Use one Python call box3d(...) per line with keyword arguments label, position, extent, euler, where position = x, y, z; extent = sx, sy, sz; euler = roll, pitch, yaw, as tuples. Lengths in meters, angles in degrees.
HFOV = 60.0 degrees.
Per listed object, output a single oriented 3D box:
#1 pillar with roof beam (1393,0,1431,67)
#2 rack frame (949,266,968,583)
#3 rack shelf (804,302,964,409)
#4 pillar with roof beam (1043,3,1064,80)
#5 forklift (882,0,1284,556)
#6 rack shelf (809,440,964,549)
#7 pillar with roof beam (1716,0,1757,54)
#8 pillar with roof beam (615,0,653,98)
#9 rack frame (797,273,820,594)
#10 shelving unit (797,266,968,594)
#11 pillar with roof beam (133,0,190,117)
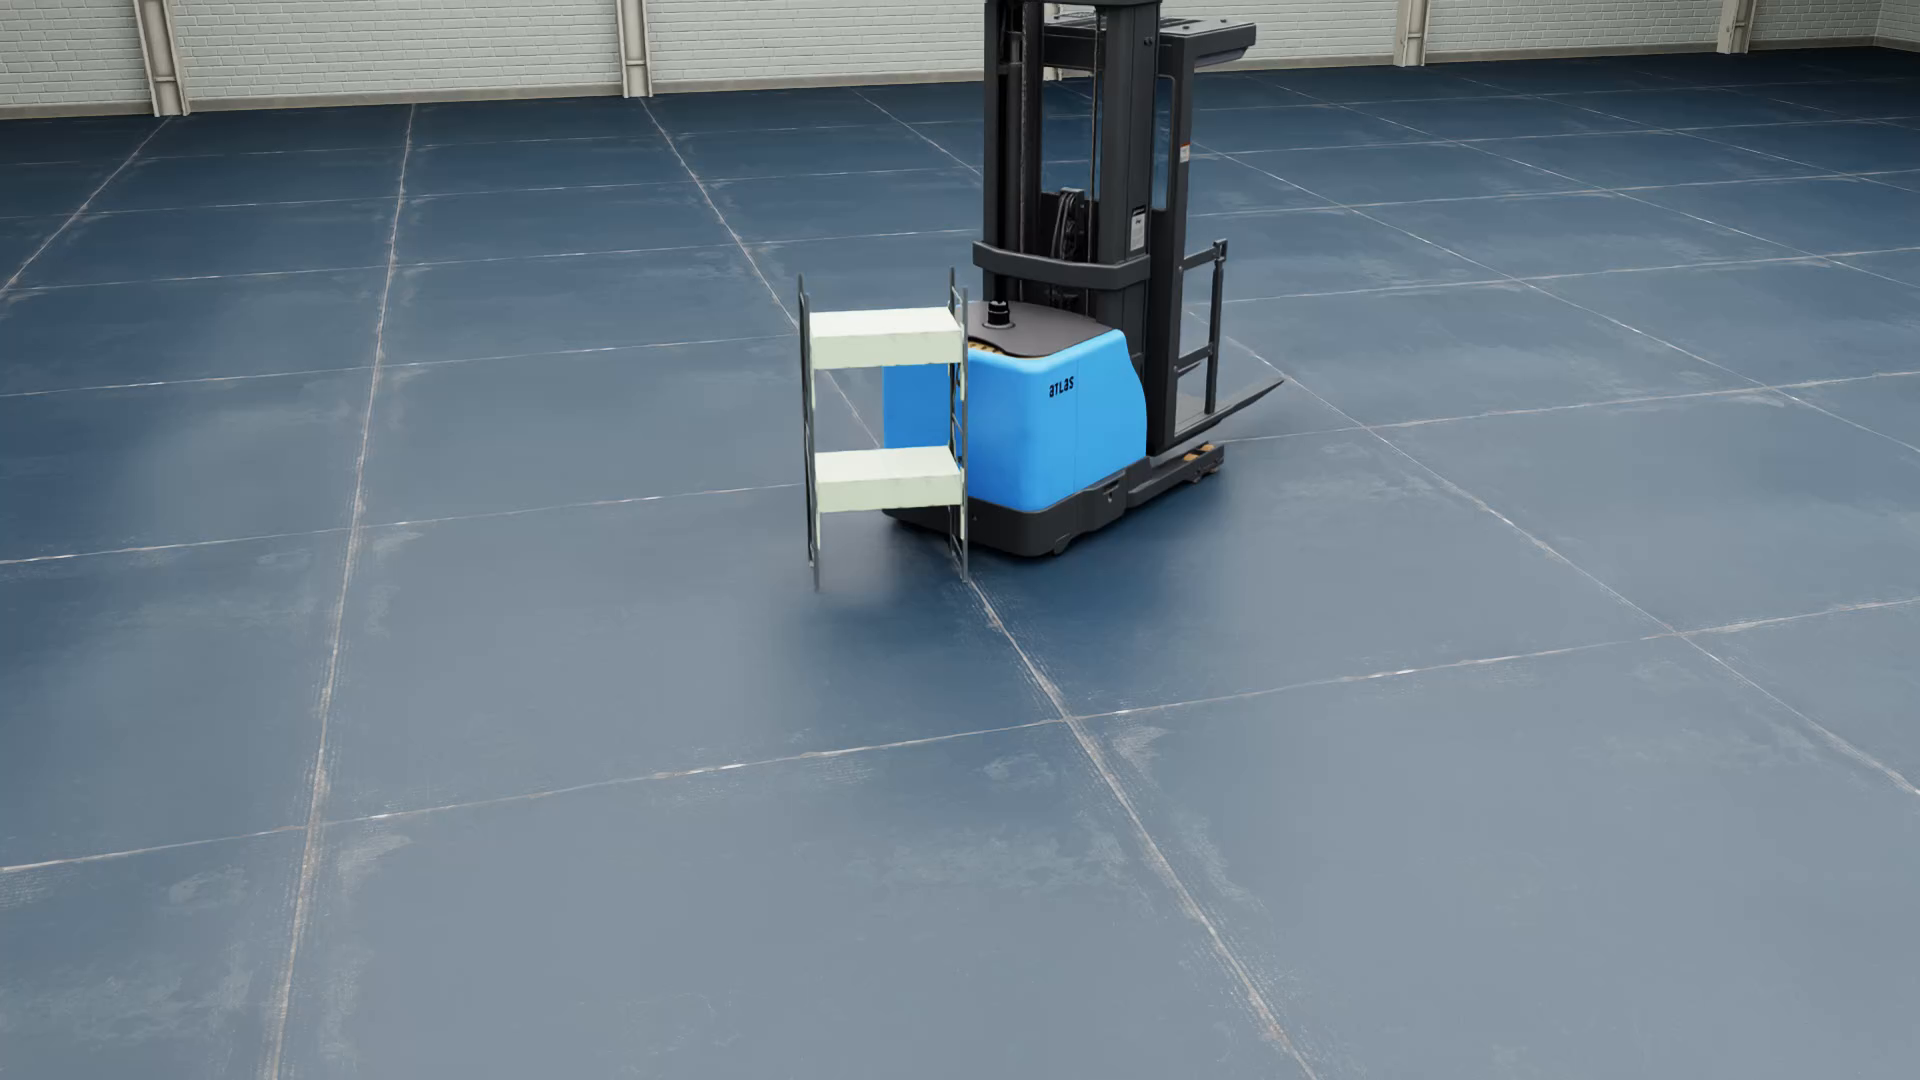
box3d(label="pillar with roof beam", position=(8.218, -9.978, 20.591), extent=(0.400, 9.000, 9.100), euler=(-6, 24, -14))
box3d(label="rack frame", position=(-0.008, -0.552, 8.134), extent=(0.023, 1.500, 0.400), euler=(-4, 24, -9))
box3d(label="rack shelf", position=(-0.369, -0.887, 7.925), extent=(0.720, 0.370, 0.431), euler=(-4, 24, -9))
box3d(label="pillar with roof beam", position=(2.441, -9.338, 19.102), extent=(0.400, 9.000, 9.100), euler=(-6, 24, -14))
box3d(label="forklift", position=(0.879, -1.779, 9.180), extent=(1.130, 2.935, 3.031), euler=(17, 28, 34))
box3d(label="rack shelf", position=(-0.369, -0.228, 8.207), extent=(0.720, 0.370, 0.431), euler=(-4, 24, -9))
box3d(label="pillar with roof beam", position=(13.995, -10.617, 22.080), extent=(0.400, 9.000, 9.100), euler=(-6, 24, -14))
box3d(label="pillar with roof beam", position=(-3.336, -8.699, 17.612), extent=(0.400, 9.000, 9.100), euler=(-6, 24, -14))
box3d(label="rack frame", position=(-0.730, -0.504, 8.022), extent=(0.023, 1.500, 0.400), euler=(-4, 24, -9))
box3d(label="shelving unit", position=(-0.369, -0.528, 8.078), extent=(0.755, 1.500, 0.431), euler=(-4, 24, -9))
box3d(label="pillar with roof beam", position=(-9.113, -8.060, 16.123), extent=(0.400, 9.000, 9.100), euler=(-6, 24, -14))
